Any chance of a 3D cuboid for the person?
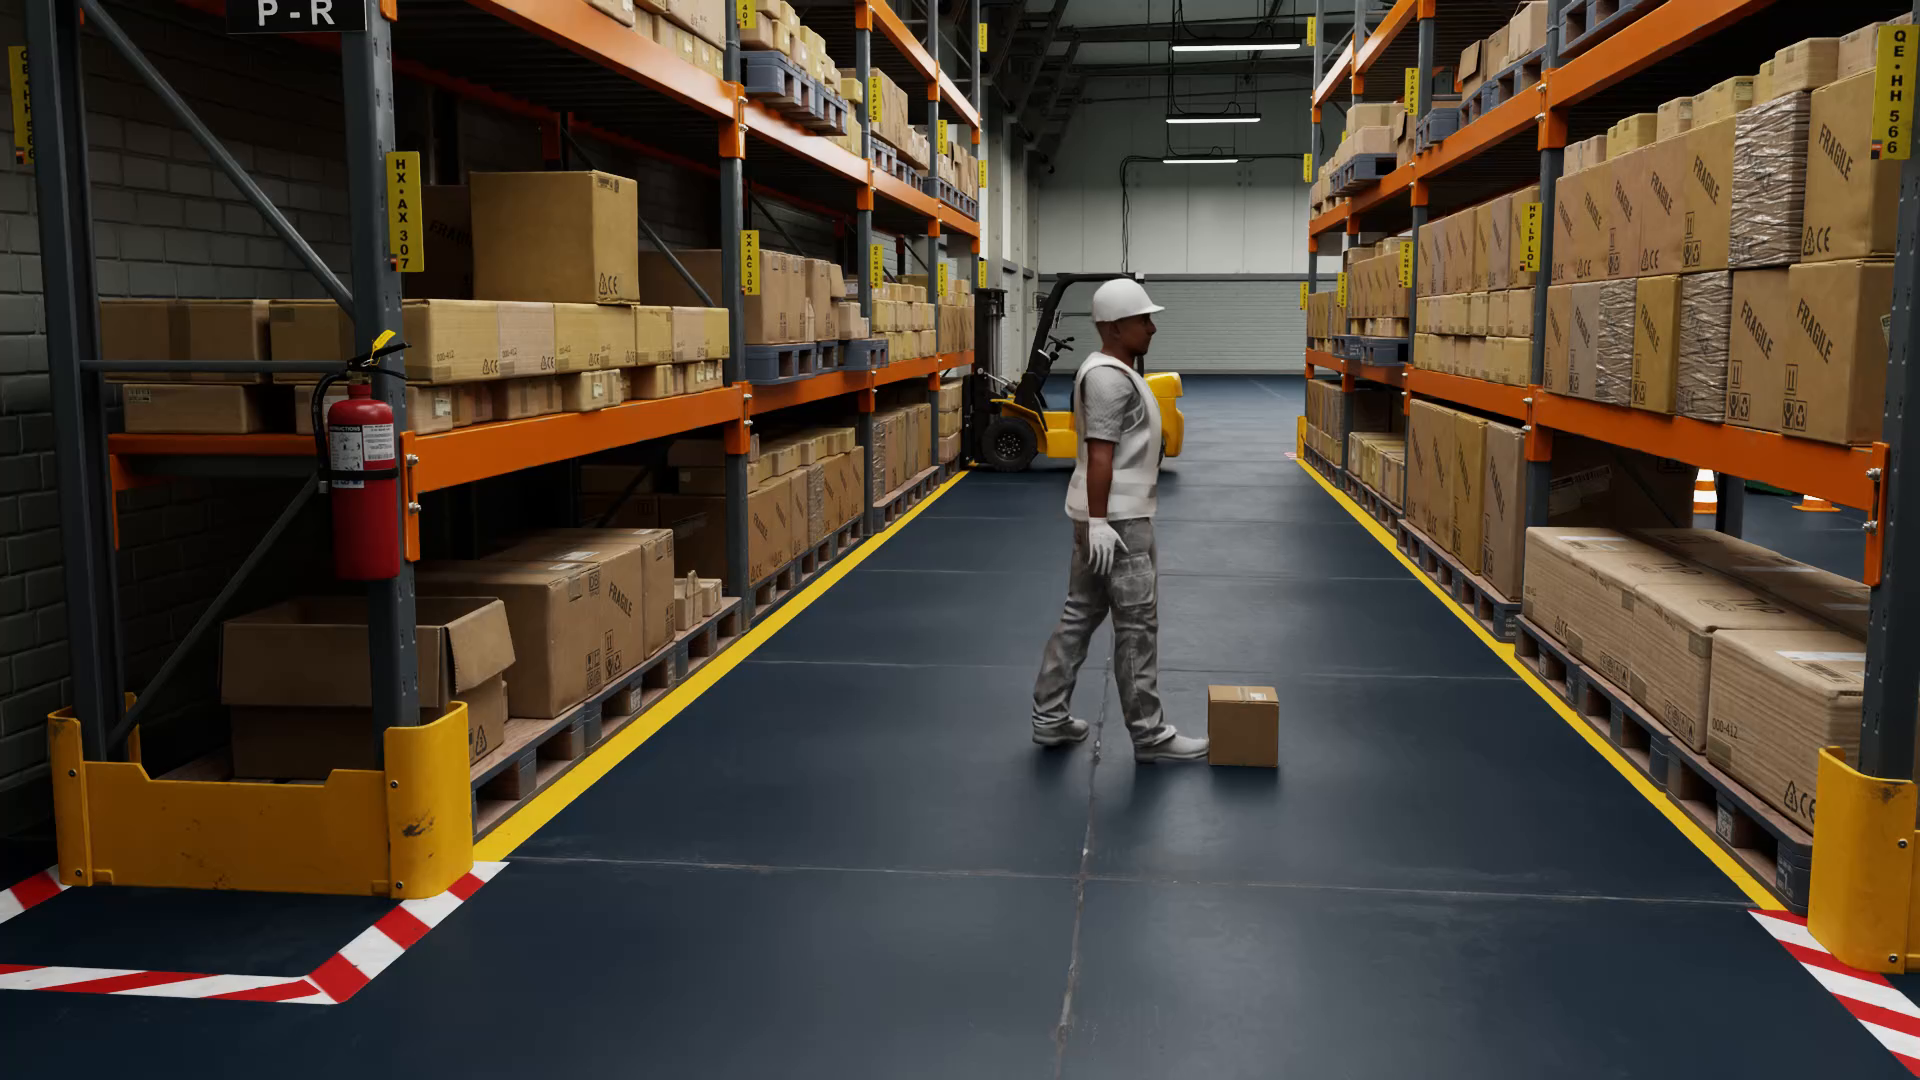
[{"bbox_3d":[0.614,-0.075,6.231,0.671,1.786,0.566,0,8,-3],"label":"person"}]
